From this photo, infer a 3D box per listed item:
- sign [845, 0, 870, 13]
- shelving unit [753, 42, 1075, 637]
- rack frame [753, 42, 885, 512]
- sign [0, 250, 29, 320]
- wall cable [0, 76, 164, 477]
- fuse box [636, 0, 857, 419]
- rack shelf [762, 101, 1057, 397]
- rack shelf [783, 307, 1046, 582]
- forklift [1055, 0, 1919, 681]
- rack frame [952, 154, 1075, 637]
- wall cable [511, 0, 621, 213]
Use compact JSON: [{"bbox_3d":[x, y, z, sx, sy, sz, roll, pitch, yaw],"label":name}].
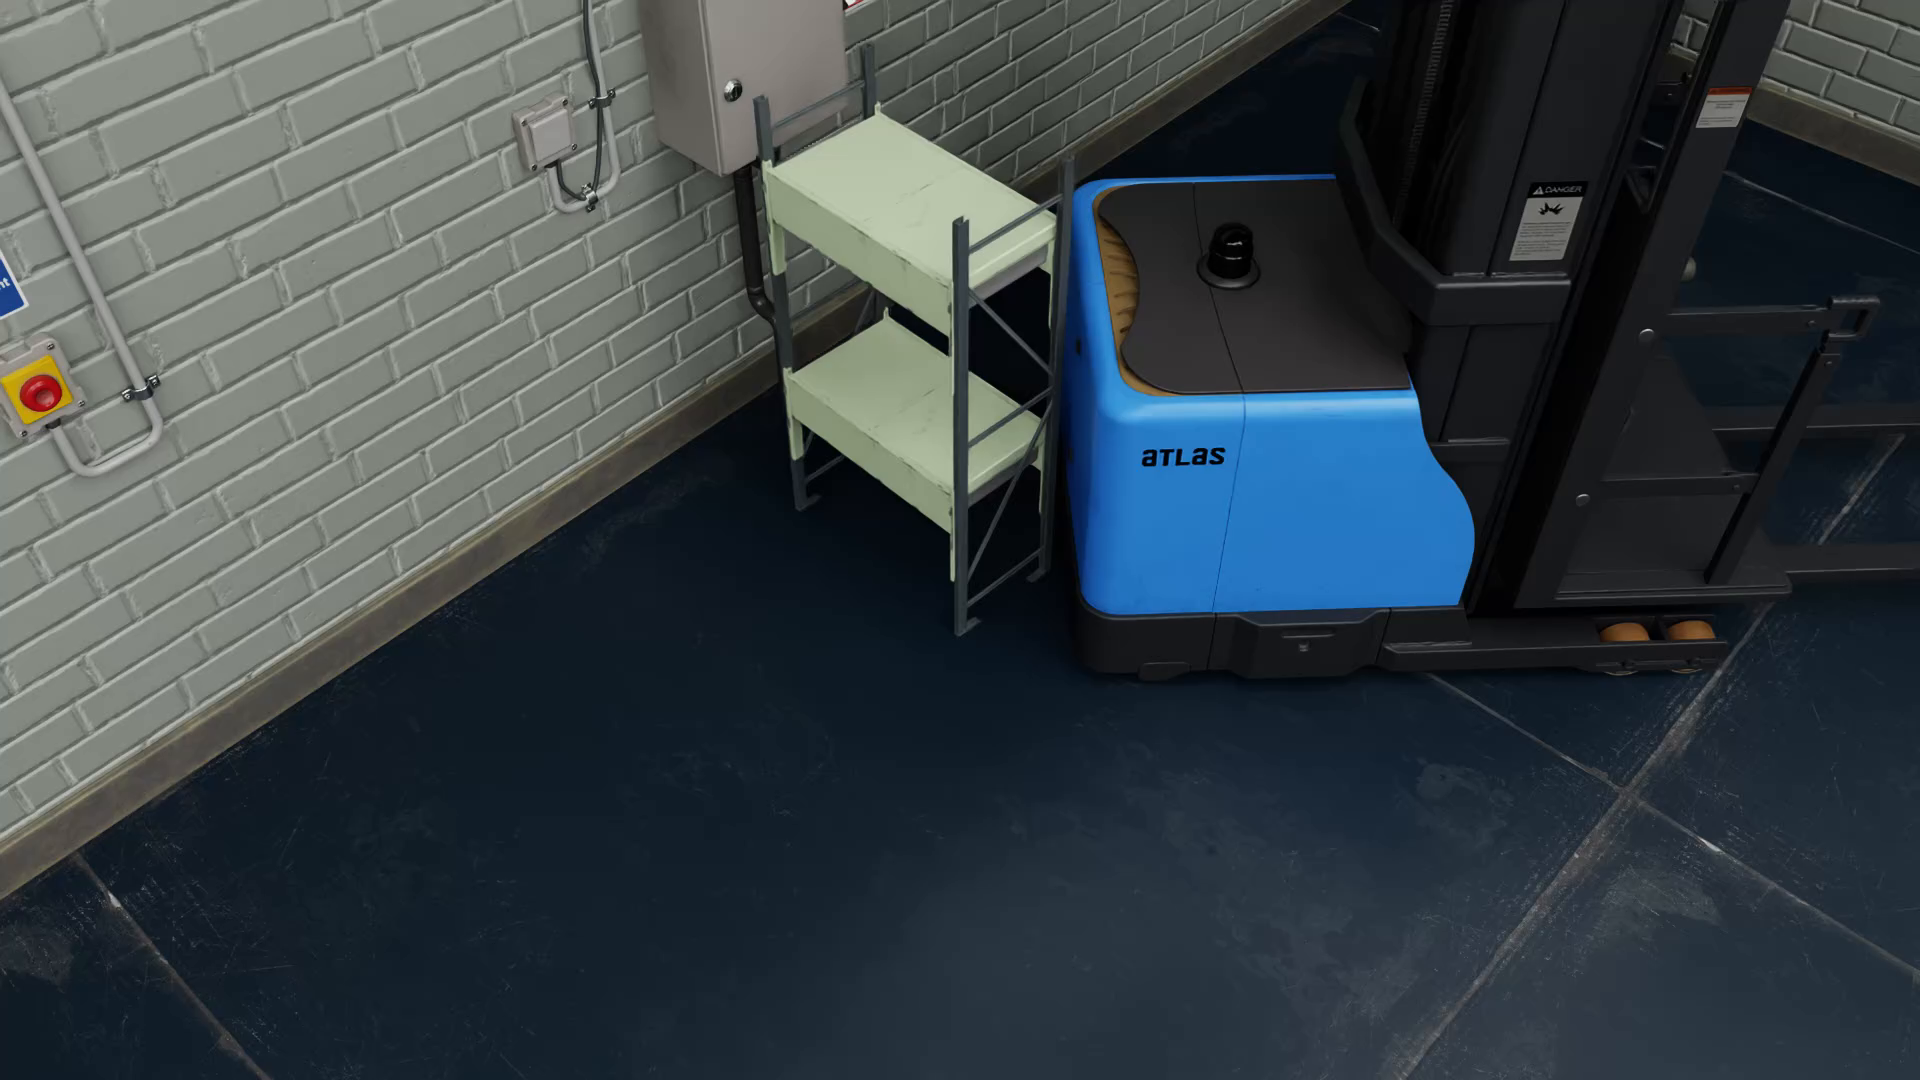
[{"bbox_3d":[-0.354,-1.790,4.938,0.001,0.494,0.329,34,55,28],"label":"sign"},{"bbox_3d":[-0.123,-0.520,4.709,0.431,1.500,0.755,-35,56,-29],"label":"shelving unit"},{"bbox_3d":[-0.379,-0.710,4.888,0.400,1.500,0.023,-35,56,-29],"label":"rack frame"},{"bbox_3d":[-2.146,-0.499,3.476,0.001,0.218,0.327,34,55,28],"label":"sign"},{"bbox_3d":[-2.068,-0.761,3.188,0.123,1.953,0.585,34,55,28],"label":"wall cable"},{"bbox_3d":[-0.536,-1.014,5.029,0.414,1.711,0.539,34,55,28],"label":"fuse box"},{"bbox_3d":[-0.123,-0.787,4.425,0.431,0.370,0.720,-35,56,-29],"label":"rack shelf"},{"bbox_3d":[-0.123,-0.296,4.947,0.431,0.370,0.720,-35,56,-29],"label":"rack shelf"},{"bbox_3d":[1.825,-0.994,4.172,3.031,2.935,1.130,-2,47,-2],"label":"forklift"},{"bbox_3d":[0.133,-0.329,4.530,0.400,1.500,0.023,-35,56,-29],"label":"rack frame"},{"bbox_3d":[-1.115,-1.515,3.918,0.122,1.984,0.588,34,55,28],"label":"wall cable"}]
